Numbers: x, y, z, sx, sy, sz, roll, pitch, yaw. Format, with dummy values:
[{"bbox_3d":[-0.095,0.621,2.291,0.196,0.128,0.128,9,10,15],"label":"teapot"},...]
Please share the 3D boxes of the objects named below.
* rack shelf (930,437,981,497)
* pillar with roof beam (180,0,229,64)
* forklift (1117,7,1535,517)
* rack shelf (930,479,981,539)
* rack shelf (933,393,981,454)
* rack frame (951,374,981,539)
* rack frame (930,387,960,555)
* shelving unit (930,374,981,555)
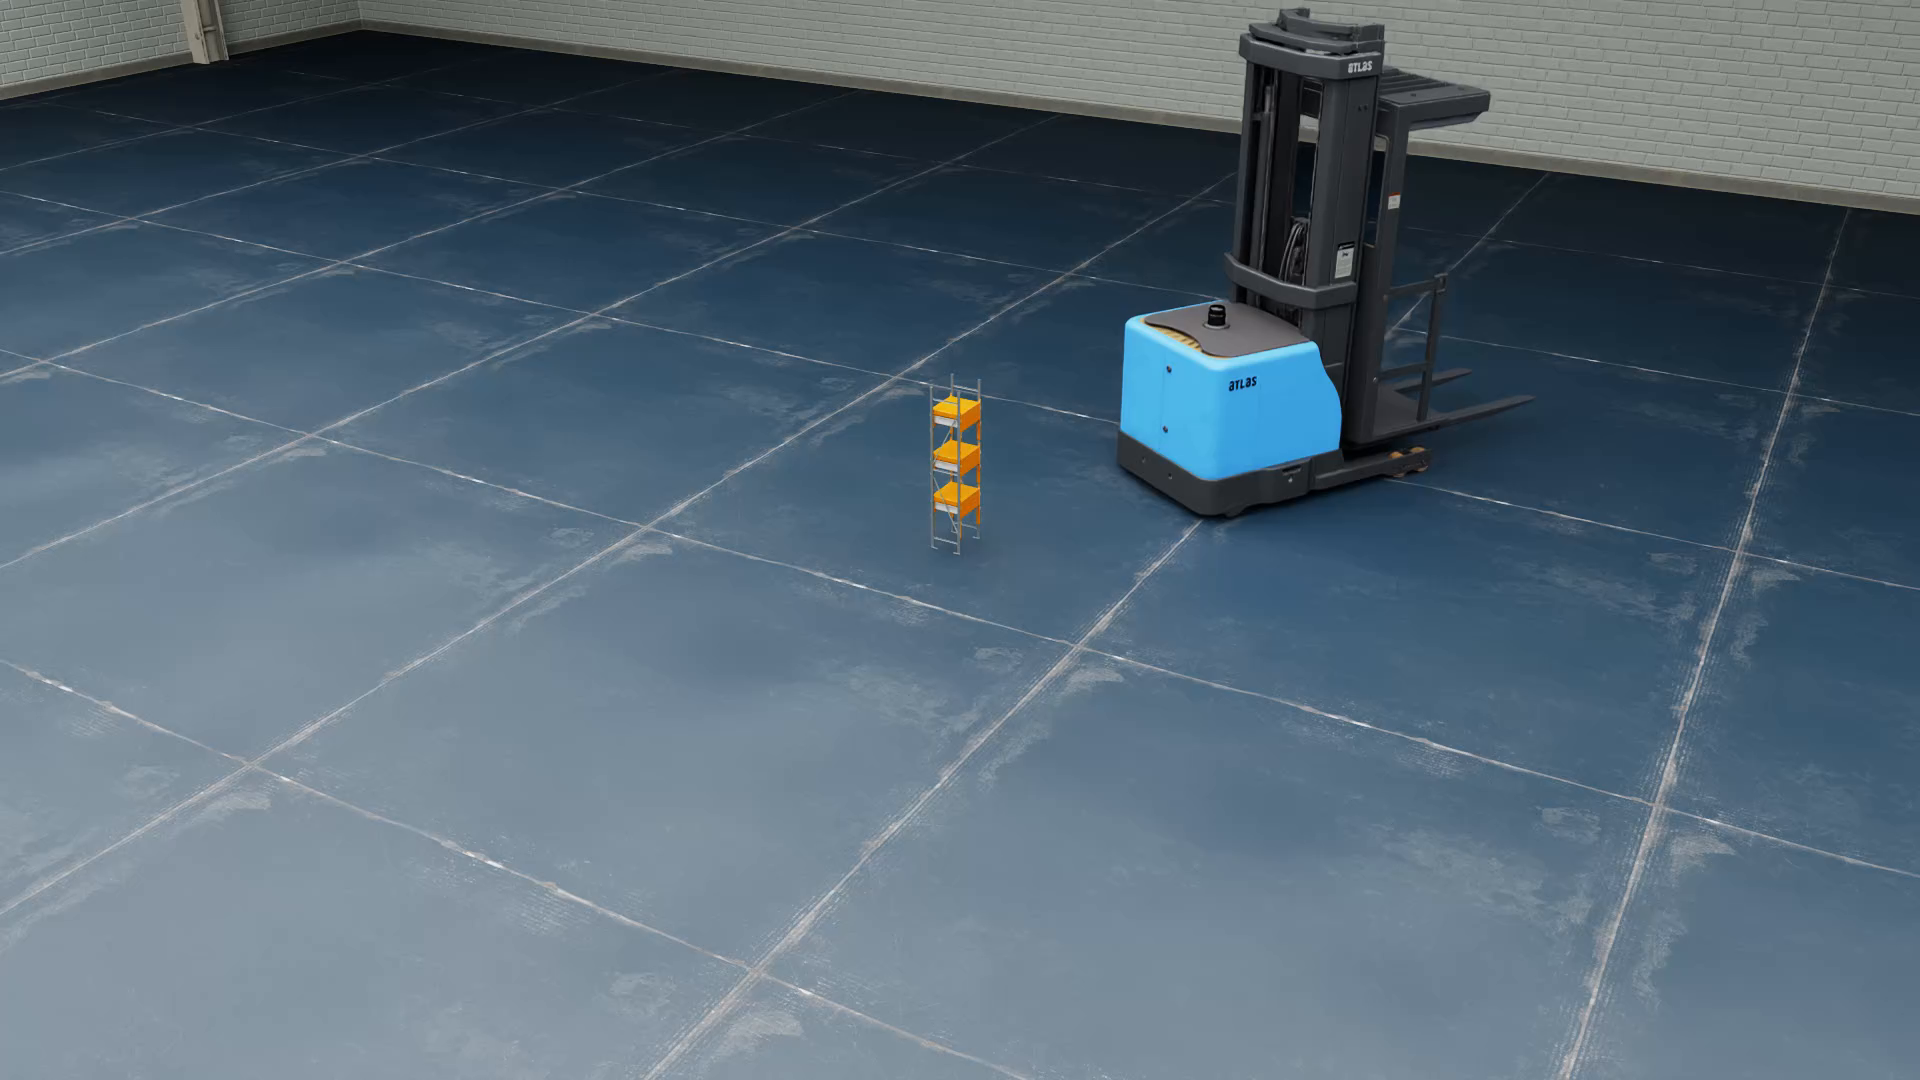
[{"bbox_3d":[-0.026,-0.439,9.978,0.215,0.259,0.240,14,30,26],"label":"rack shelf"},{"bbox_3d":[-7.132,-10.036,20.246,9.100,9.000,0.400,14,30,26],"label":"pillar with roof beam"},{"bbox_3d":[2.589,-1.917,10.806,3.031,2.935,1.130,-14,30,-26],"label":"forklift"},{"bbox_3d":[-0.026,-0.191,10.102,0.215,0.259,0.240,14,30,26],"label":"rack shelf"},{"bbox_3d":[-0.026,-0.693,9.851,0.215,0.259,0.240,14,30,26],"label":"rack shelf"},{"bbox_3d":[0.034,-0.496,10.068,0.200,1.050,0.008,14,30,26],"label":"rack frame"},{"bbox_3d":[-0.086,-0.401,9.878,0.200,1.050,0.008,14,30,26],"label":"rack frame"},{"bbox_3d":[-0.026,-0.449,9.973,0.215,1.050,0.252,14,30,26],"label":"shelving unit"}]
